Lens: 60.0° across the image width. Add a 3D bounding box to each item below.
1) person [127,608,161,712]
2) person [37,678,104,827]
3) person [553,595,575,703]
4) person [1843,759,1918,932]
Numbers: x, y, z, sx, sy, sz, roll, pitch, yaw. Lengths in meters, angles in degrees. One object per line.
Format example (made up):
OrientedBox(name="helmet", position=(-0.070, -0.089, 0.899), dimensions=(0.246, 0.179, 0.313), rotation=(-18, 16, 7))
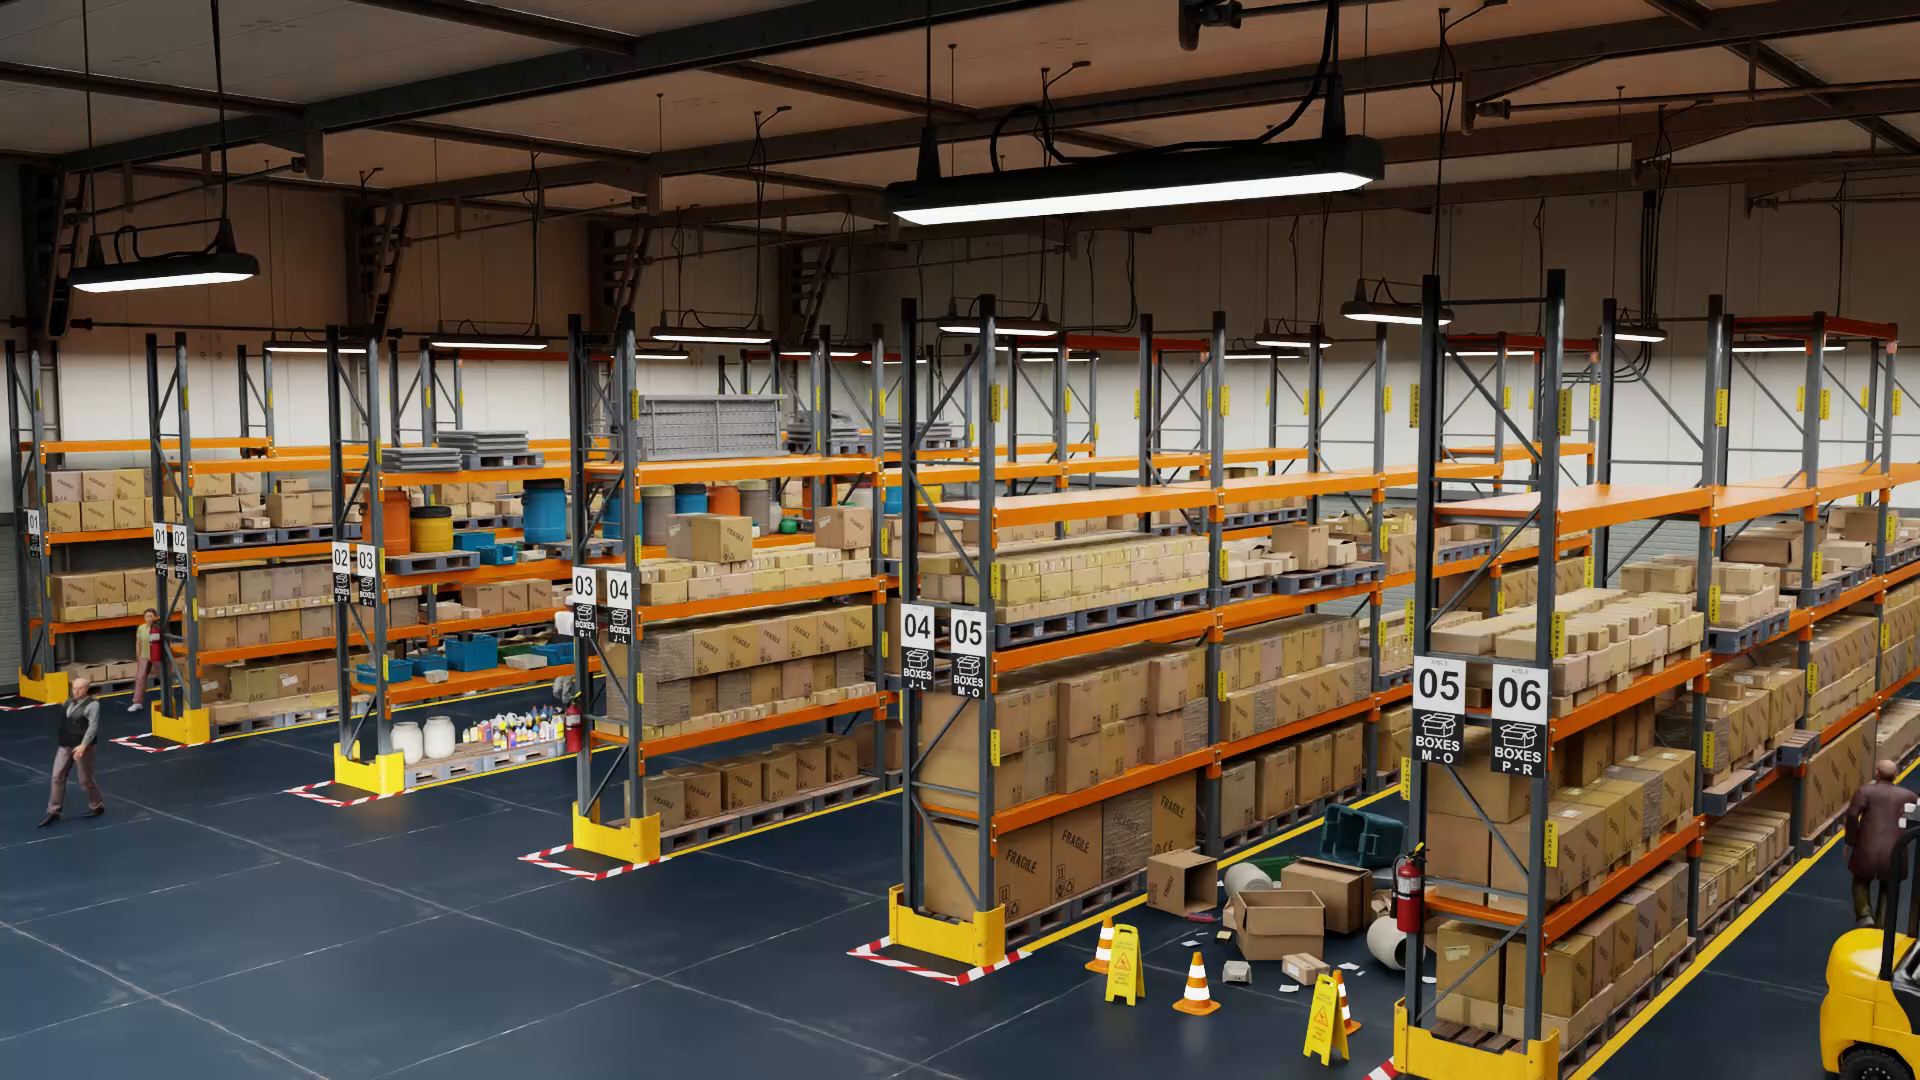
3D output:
OrientedBox(name="person", position=(-13.112, 1.904, 26.929), dimensions=(0.506, 1.604, 1.034), rotation=(0, 5, -2))
OrientedBox(name="person", position=(-10.670, 2.538, 19.951), dimensions=(0.566, 1.729, 0.777), rotation=(1, 5, 12))
OrientedBox(name="person", position=(-6.481, 1.796, 27.474), dimensions=(0.605, 1.782, 0.457), rotation=(4, 7, 39))
OrientedBox(name="person", position=(8.655, 2.926, 15.623), dimensions=(0.629, 1.679, 0.812), rotation=(3, 6, 30))
